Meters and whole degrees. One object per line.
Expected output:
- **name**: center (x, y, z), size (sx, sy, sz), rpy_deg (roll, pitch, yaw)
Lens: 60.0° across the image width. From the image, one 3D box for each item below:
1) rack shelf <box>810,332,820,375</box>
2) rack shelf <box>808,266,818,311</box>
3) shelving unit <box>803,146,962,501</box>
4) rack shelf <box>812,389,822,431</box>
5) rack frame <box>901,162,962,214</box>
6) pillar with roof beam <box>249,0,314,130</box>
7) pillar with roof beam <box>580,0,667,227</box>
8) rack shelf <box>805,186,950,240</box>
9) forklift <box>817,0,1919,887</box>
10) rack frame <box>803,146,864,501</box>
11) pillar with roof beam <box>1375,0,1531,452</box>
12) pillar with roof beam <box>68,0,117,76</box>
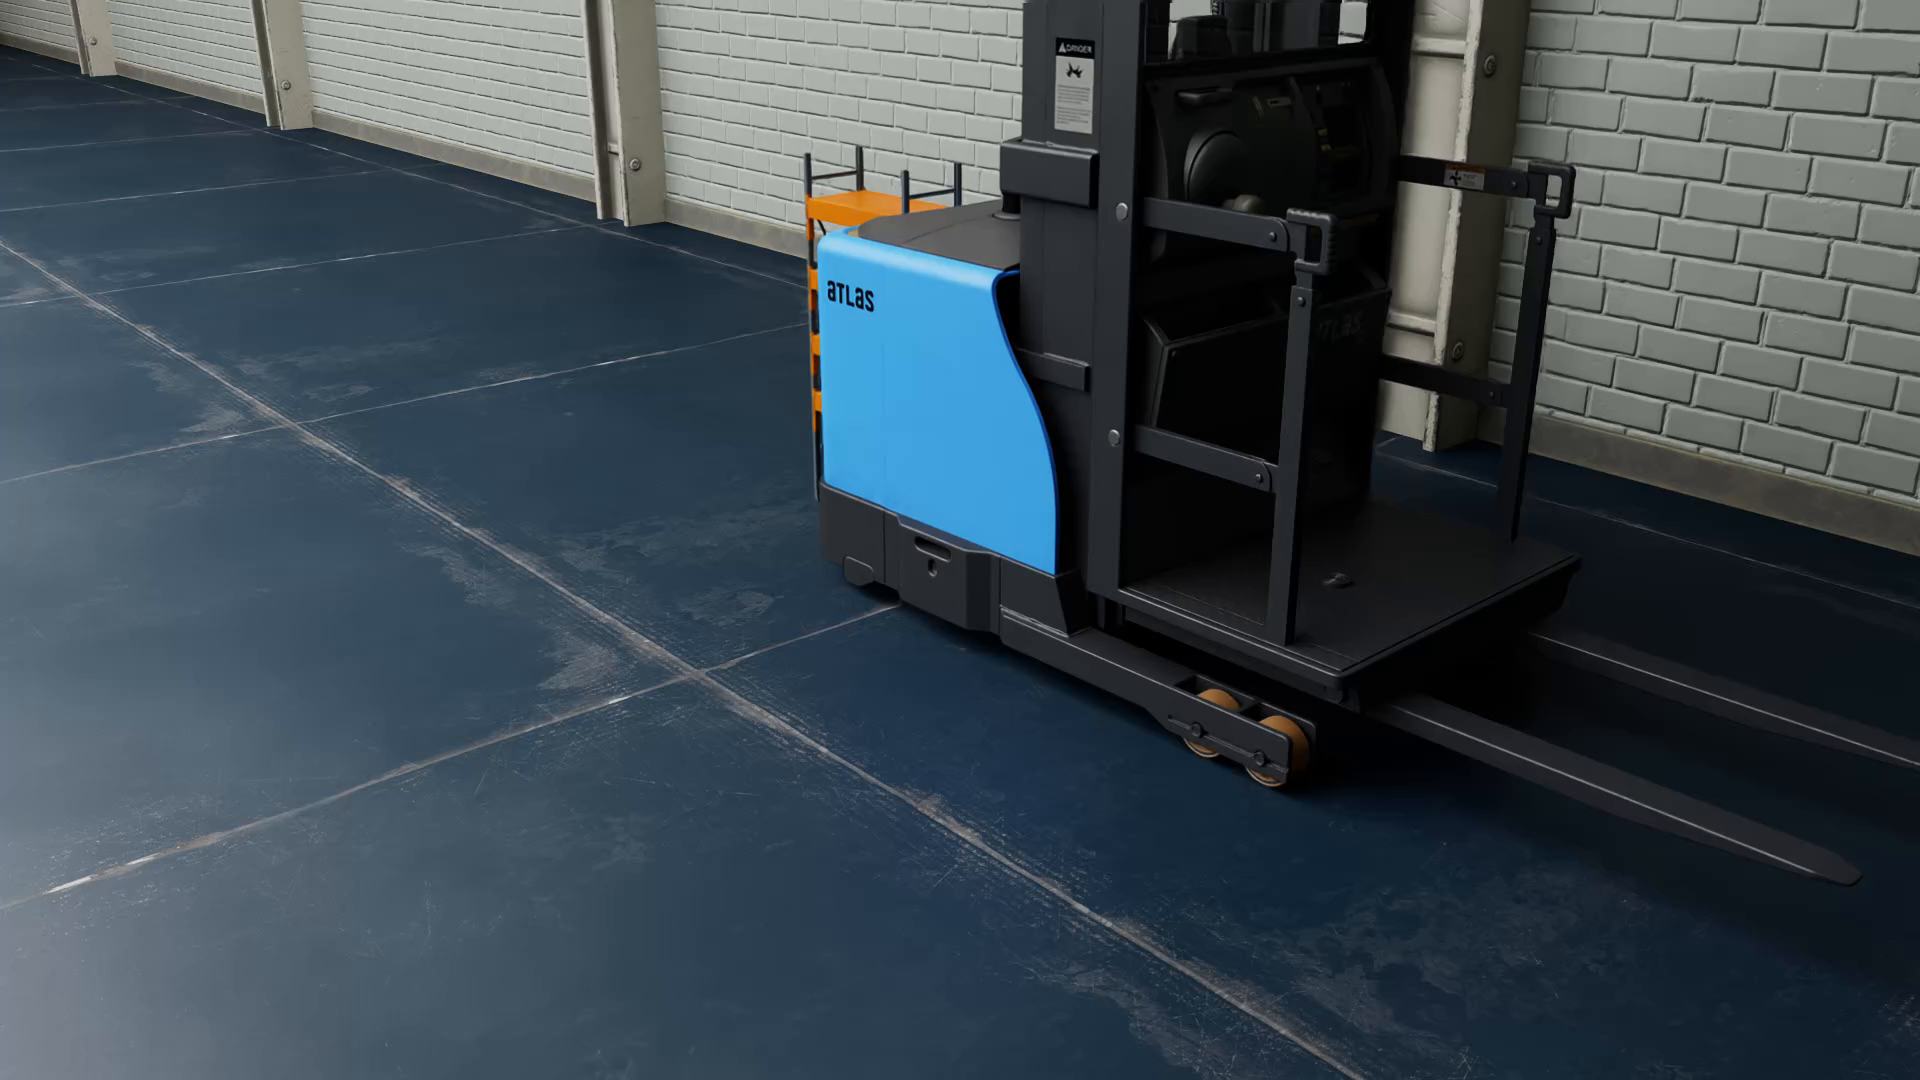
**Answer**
- **rack shelf**: center (-0.252, -0.598, 5.550), size (0.258, 0.148, 0.480), rpy_deg (-18, 28, -39)
- **rack shelf**: center (-0.252, -0.806, 5.469), size (0.258, 0.148, 0.480), rpy_deg (-18, 28, -39)
- **shelving unit**: center (-0.252, -0.661, 5.526), size (0.258, 1.200, 0.503), rpy_deg (-18, 28, -39)
- **rack shelf**: center (-0.252, -0.413, 5.623), size (0.258, 0.148, 0.480), rpy_deg (-18, 28, -39)
- **rack frame**: center (-0.087, -0.595, 5.358), size (0.240, 1.200, 0.015), rpy_deg (-18, 28, -39)
- **pillar with roof beam**: center (-9.300, -6.906, 10.777), size (9.100, 9.000, 0.400), rpy_deg (-17, 27, -37)
- **pillar with roof beam**: center (-5.383, -5.248, 6.545), size (9.100, 9.000, 0.400), rpy_deg (-17, 27, -37)
- **rack shelf**: center (-0.252, -1.027, 5.383), size (0.258, 0.148, 0.480), rpy_deg (-18, 28, -39)
- **forklift**: center (0.933, -0.985, 3.981), size (1.130, 2.935, 3.031), rpy_deg (-18, 28, -39)
- **rack frame**: center (-0.417, -0.726, 5.694), size (0.240, 1.200, 0.015), rpy_deg (-18, 28, -39)
- **pillar with roof beam**: center (-1.467, -3.591, 2.312), size (9.100, 9.000, 0.400), rpy_deg (-17, 27, -37)
- **pillar with roof beam**: center (-13.216, -8.564, 15.009), size (9.100, 9.000, 0.400), rpy_deg (-17, 27, -37)
